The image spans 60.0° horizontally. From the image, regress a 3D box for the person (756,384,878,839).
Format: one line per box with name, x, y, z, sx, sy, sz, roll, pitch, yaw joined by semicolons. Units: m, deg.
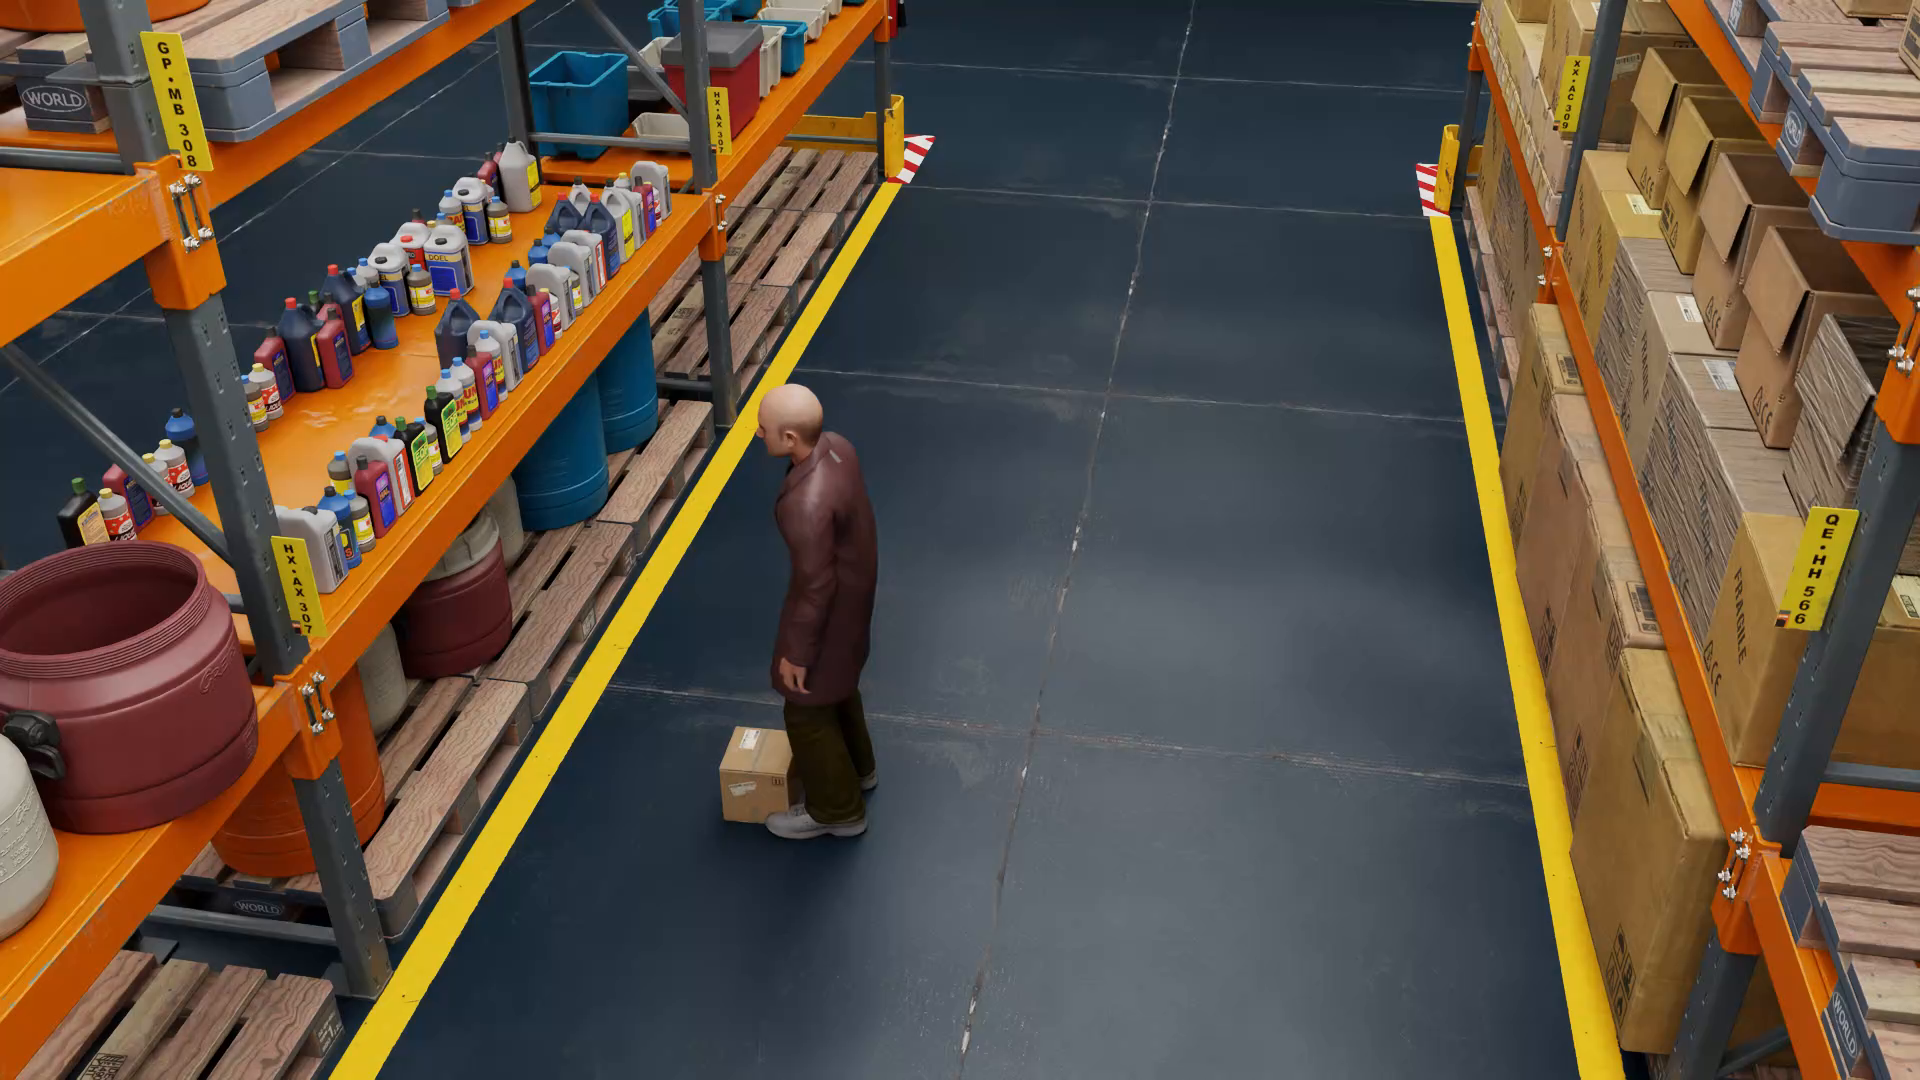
person;-0.491;0.259;5.735;0.422;1.774;0.653;3;32;6
